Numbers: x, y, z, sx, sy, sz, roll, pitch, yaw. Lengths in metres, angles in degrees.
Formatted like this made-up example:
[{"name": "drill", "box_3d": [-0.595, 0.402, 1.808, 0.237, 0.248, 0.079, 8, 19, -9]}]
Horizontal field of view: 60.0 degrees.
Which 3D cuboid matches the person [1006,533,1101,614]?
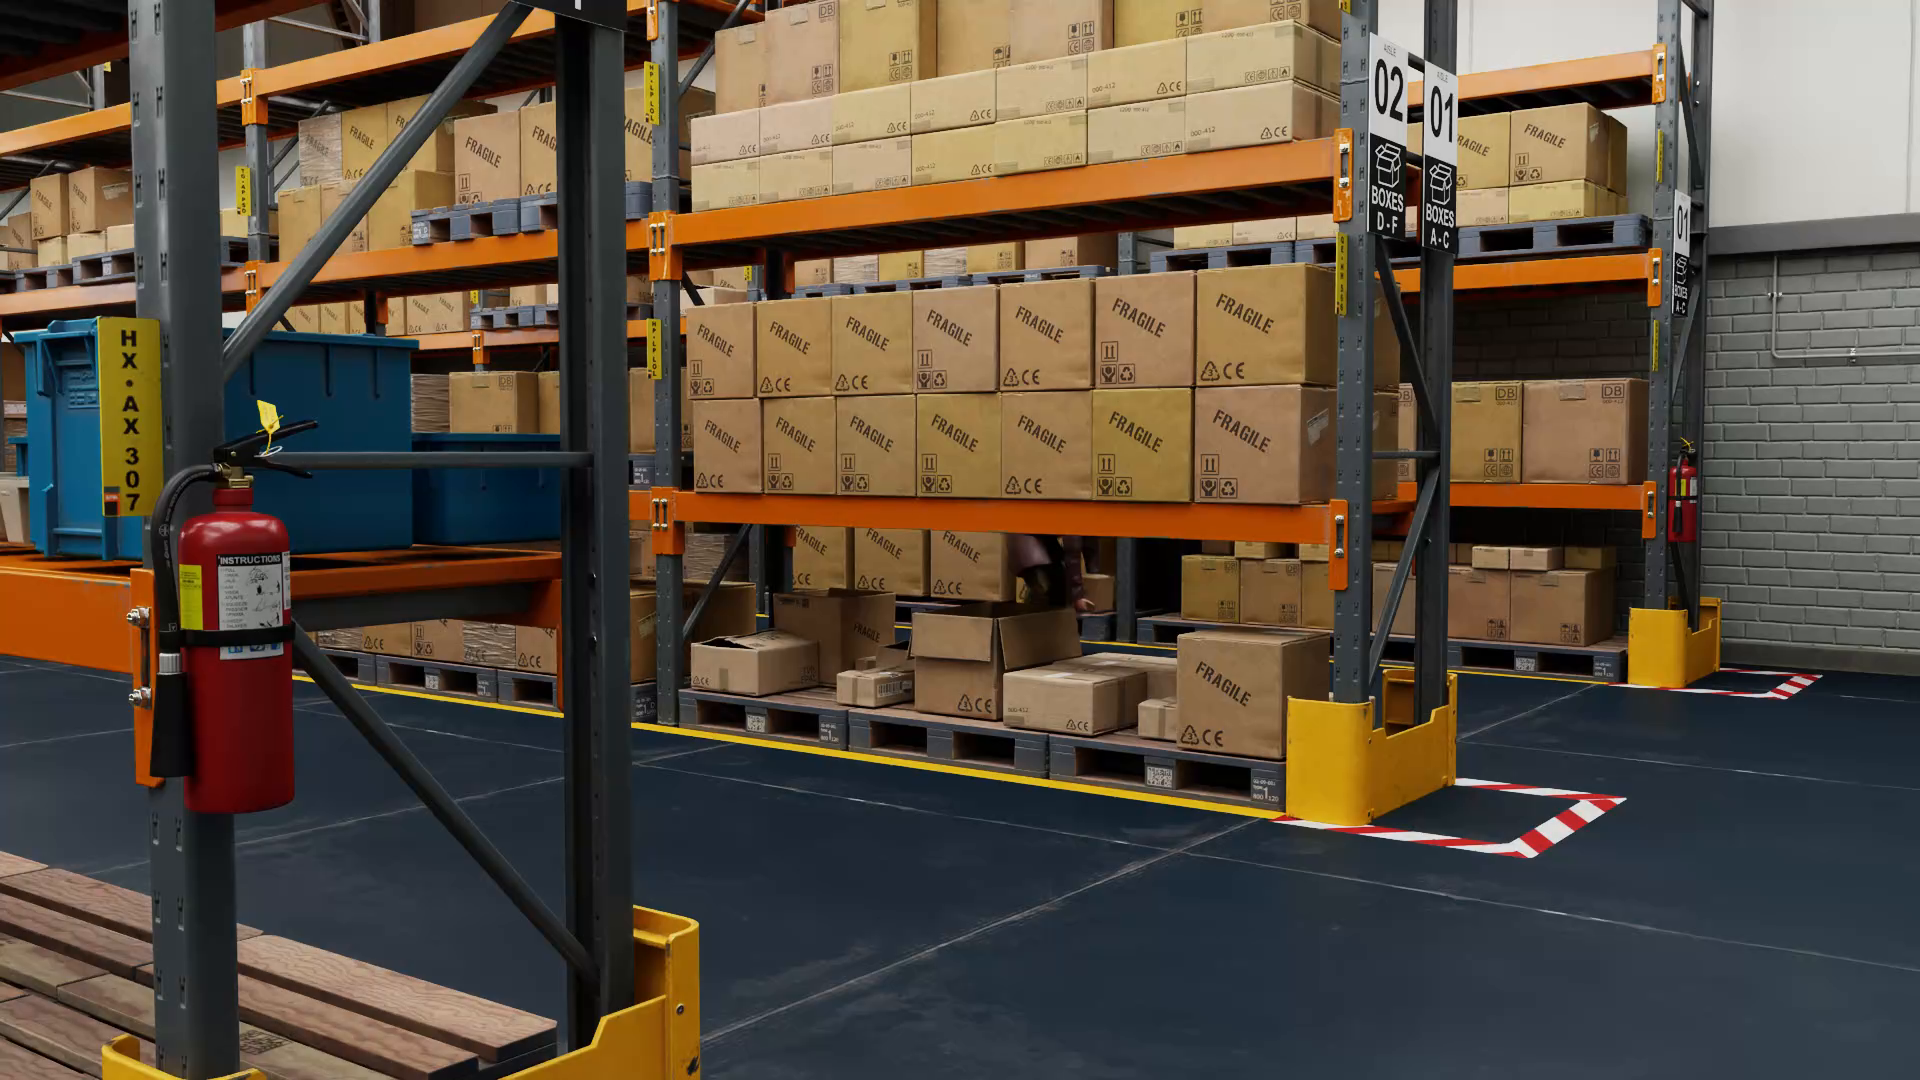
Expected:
[{"name": "person", "box_3d": [0.790, 0.265, 12.320, 0.939, 1.204, 0.563, 2, 4, 29]}]
